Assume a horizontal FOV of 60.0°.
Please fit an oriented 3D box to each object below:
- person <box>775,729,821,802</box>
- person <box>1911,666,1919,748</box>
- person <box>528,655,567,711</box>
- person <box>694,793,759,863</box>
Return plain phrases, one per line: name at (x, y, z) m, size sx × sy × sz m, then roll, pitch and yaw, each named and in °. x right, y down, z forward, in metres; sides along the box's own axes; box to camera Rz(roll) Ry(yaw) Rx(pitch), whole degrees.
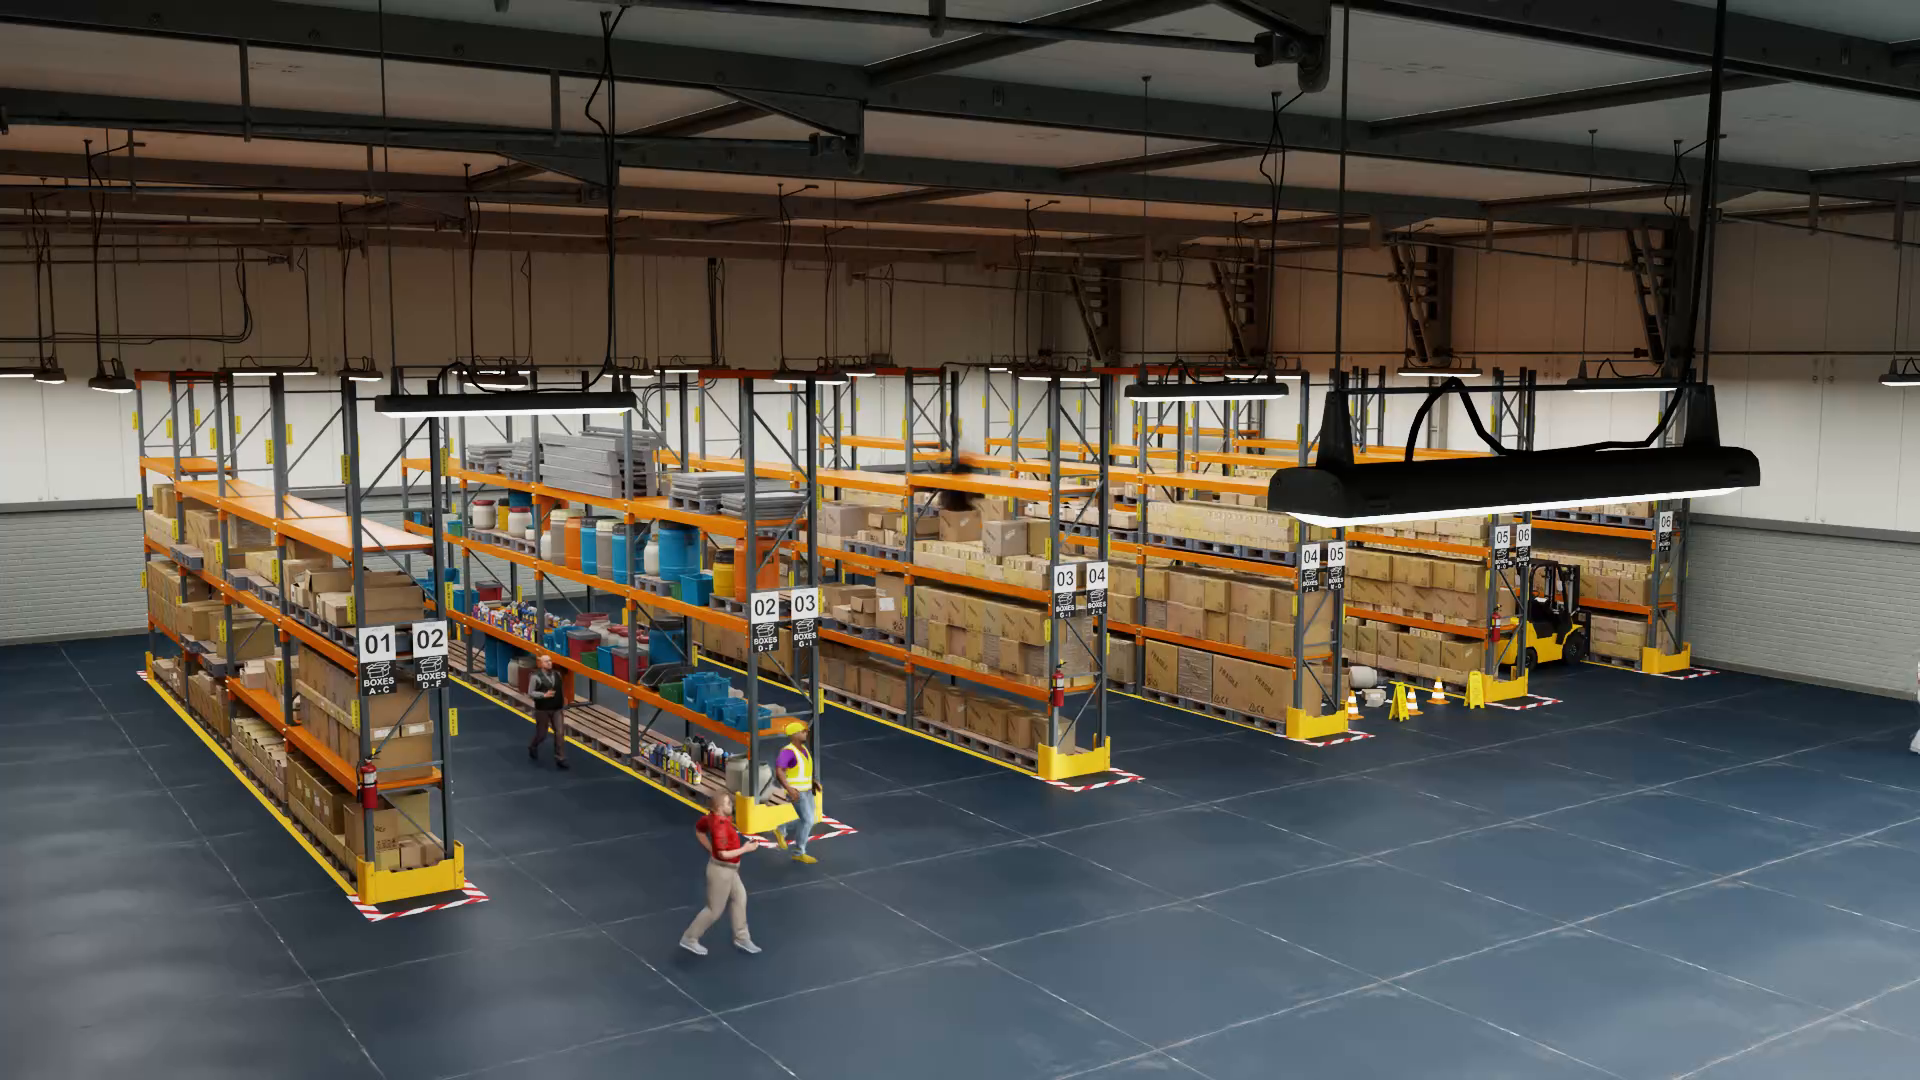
person at (-2.017, 2.778, 20.812) m, size 0.407 × 0.902 × 0.754 m, roll 2°, pitch 7°, yaw 17°
person at (15.286, 2.509, 26.067) m, size 0.583 × 1.532 × 0.622 m, roll 4°, pitch 7°, yaw 29°
person at (-6.253, 2.176, 25.343) m, size 0.669 × 0.830 × 0.585 m, roll -5°, pitch 8°, yaw -40°
person at (-2.436, 3.040, 17.324) m, size 0.666 × 0.821 × 0.649 m, roll -1°, pitch 7°, yaw -9°
